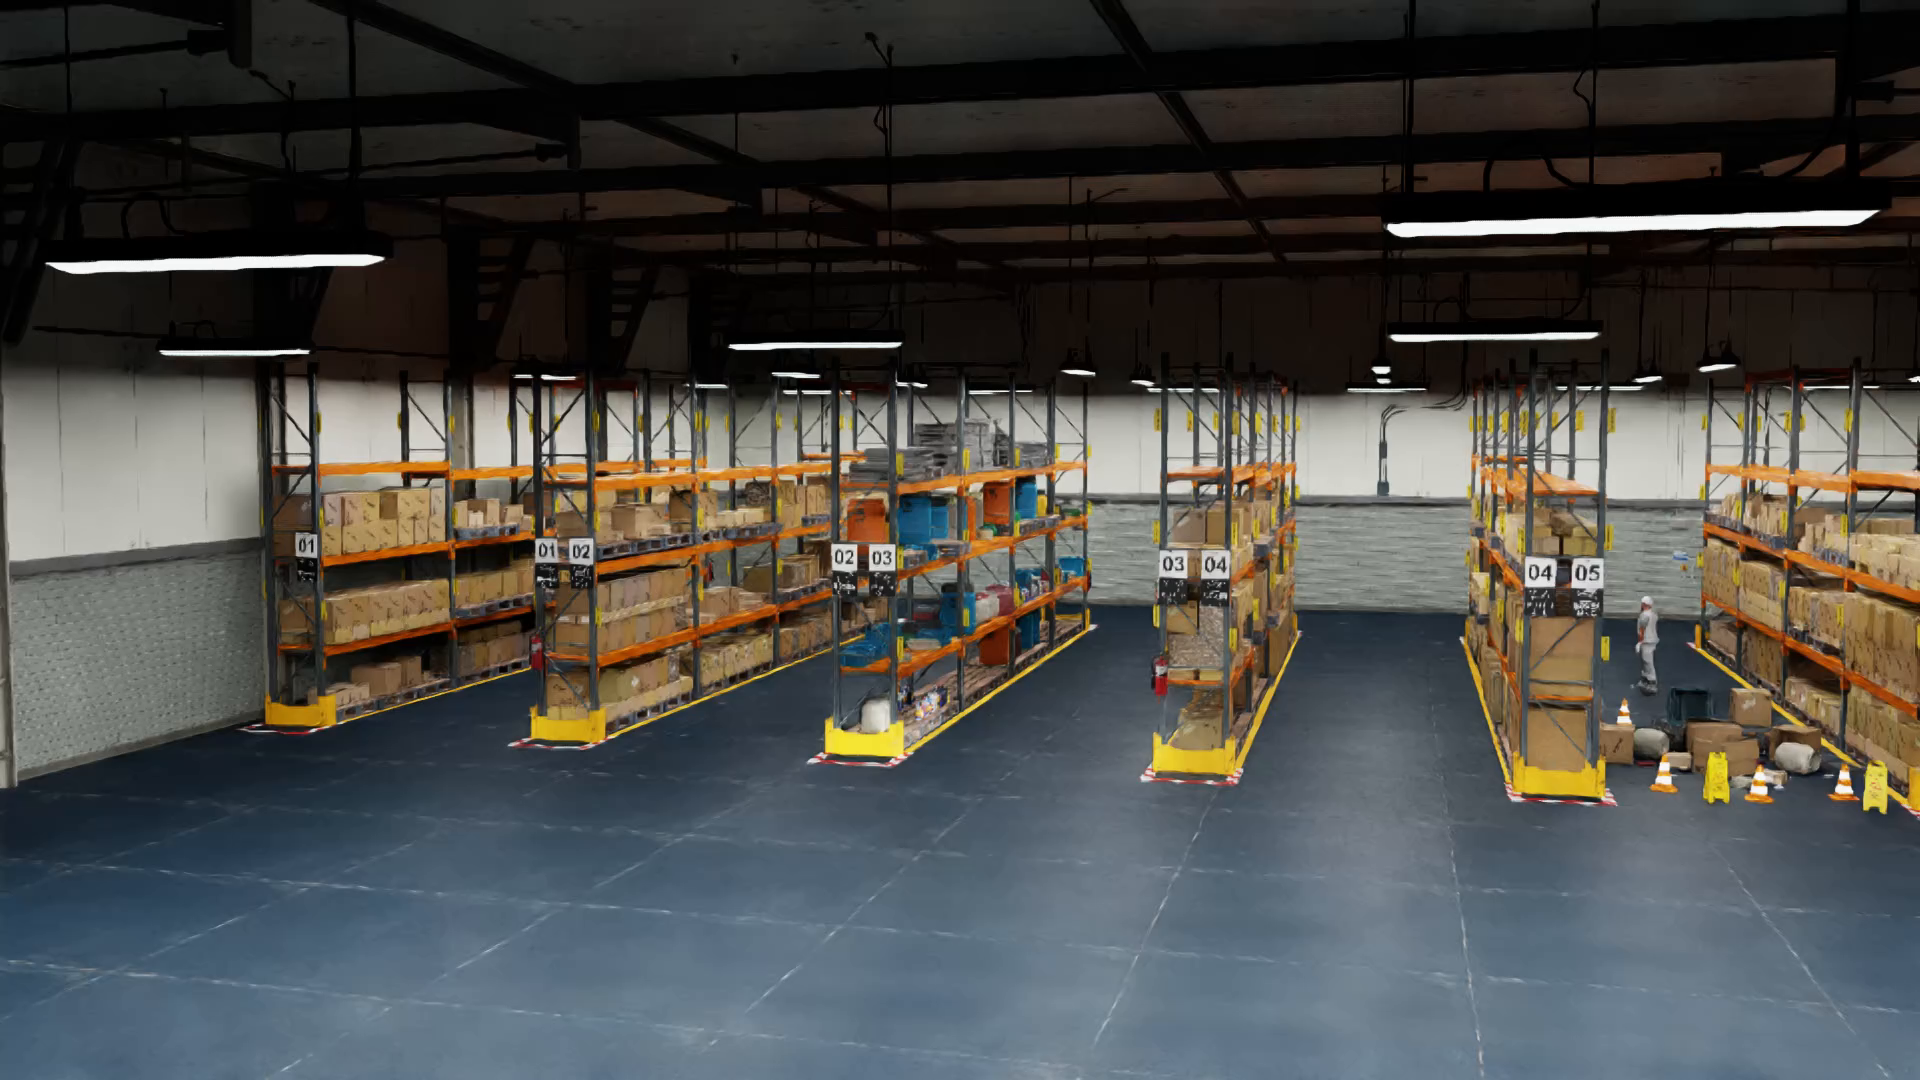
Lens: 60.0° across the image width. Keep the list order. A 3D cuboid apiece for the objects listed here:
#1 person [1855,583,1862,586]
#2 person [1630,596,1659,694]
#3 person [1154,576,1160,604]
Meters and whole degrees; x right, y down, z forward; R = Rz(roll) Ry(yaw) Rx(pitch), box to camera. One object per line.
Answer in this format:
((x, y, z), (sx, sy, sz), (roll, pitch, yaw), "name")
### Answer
((17.978, 1.747, 33.422), (0.551, 1.782, 0.653), (4, 5, 43), "person")
((12.699, 1.925, 30.836), (0.577, 1.785, 0.655), (4, 5, 43), "person")
((5.002, 1.389, 40.529), (0.566, 1.541, 0.519), (1, 4, 12), "person")
